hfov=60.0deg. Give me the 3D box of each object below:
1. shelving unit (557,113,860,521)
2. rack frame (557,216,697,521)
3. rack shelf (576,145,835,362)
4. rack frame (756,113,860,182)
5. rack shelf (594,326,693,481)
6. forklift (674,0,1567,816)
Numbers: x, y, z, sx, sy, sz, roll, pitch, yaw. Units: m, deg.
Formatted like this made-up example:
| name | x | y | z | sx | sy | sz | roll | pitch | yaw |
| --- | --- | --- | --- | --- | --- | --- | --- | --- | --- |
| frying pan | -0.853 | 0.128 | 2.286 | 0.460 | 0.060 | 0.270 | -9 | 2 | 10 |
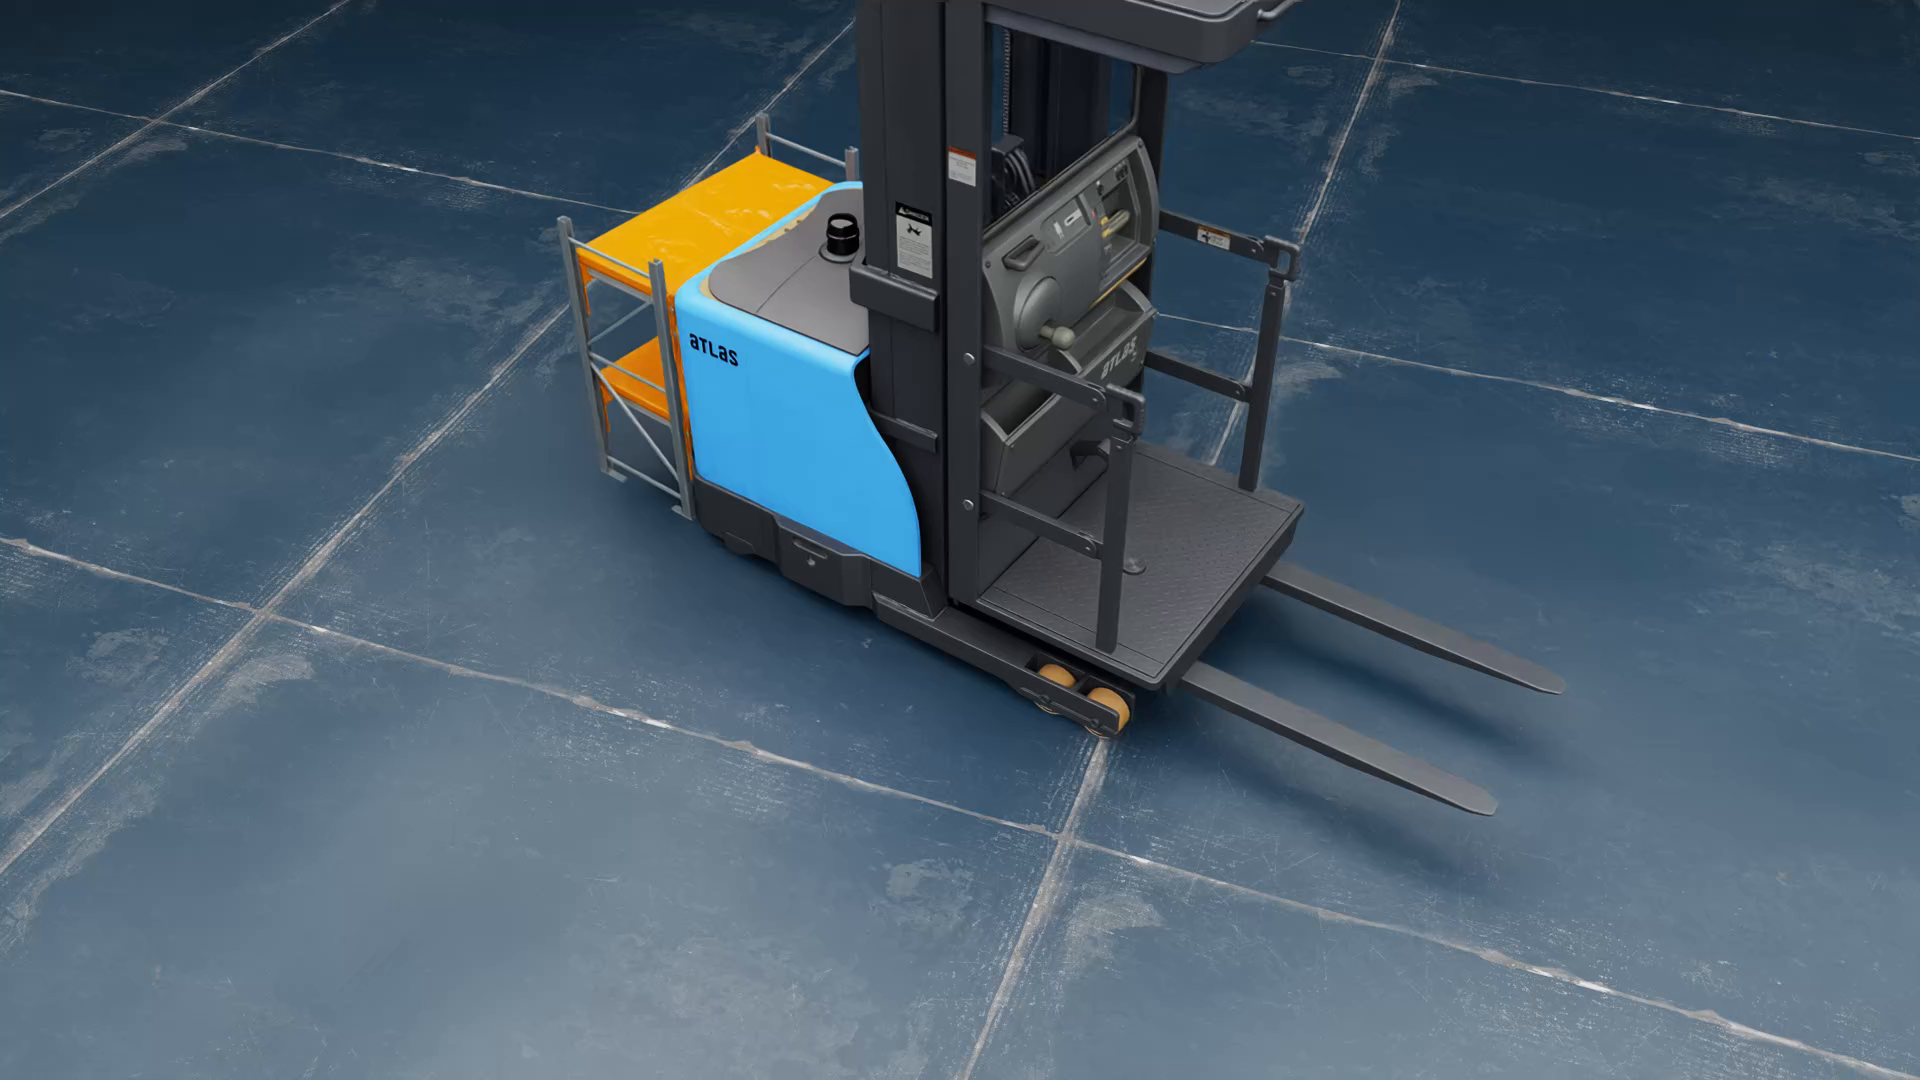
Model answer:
| name | x | y | z | sx | sy | sz | roll | pitch | yaw |
| --- | --- | --- | --- | --- | --- | --- | --- | --- | --- |
| shelving unit | -0.898 | -0.867 | 6.400 | 0.538 | 1.125 | 1.048 | 27 | 47 | 28 |
| rack frame | -1.211 | -0.607 | 6.095 | 0.500 | 1.125 | 0.032 | 27 | 47 | 28 |
| rack shelf | -0.898 | -1.090 | 6.210 | 0.538 | 0.278 | 1.000 | 27 | 47 | 28 |
| rack frame | -0.586 | -1.128 | 6.705 | 0.500 | 1.125 | 0.032 | 27 | 47 | 28 |
| rack shelf | -0.898 | -0.681 | 6.559 | 0.538 | 0.278 | 1.000 | 27 | 47 | 28 |
| forklift | 0.523 | -0.858 | 4.997 | 3.031 | 2.935 | 1.130 | 24 | 46 | 25 |
